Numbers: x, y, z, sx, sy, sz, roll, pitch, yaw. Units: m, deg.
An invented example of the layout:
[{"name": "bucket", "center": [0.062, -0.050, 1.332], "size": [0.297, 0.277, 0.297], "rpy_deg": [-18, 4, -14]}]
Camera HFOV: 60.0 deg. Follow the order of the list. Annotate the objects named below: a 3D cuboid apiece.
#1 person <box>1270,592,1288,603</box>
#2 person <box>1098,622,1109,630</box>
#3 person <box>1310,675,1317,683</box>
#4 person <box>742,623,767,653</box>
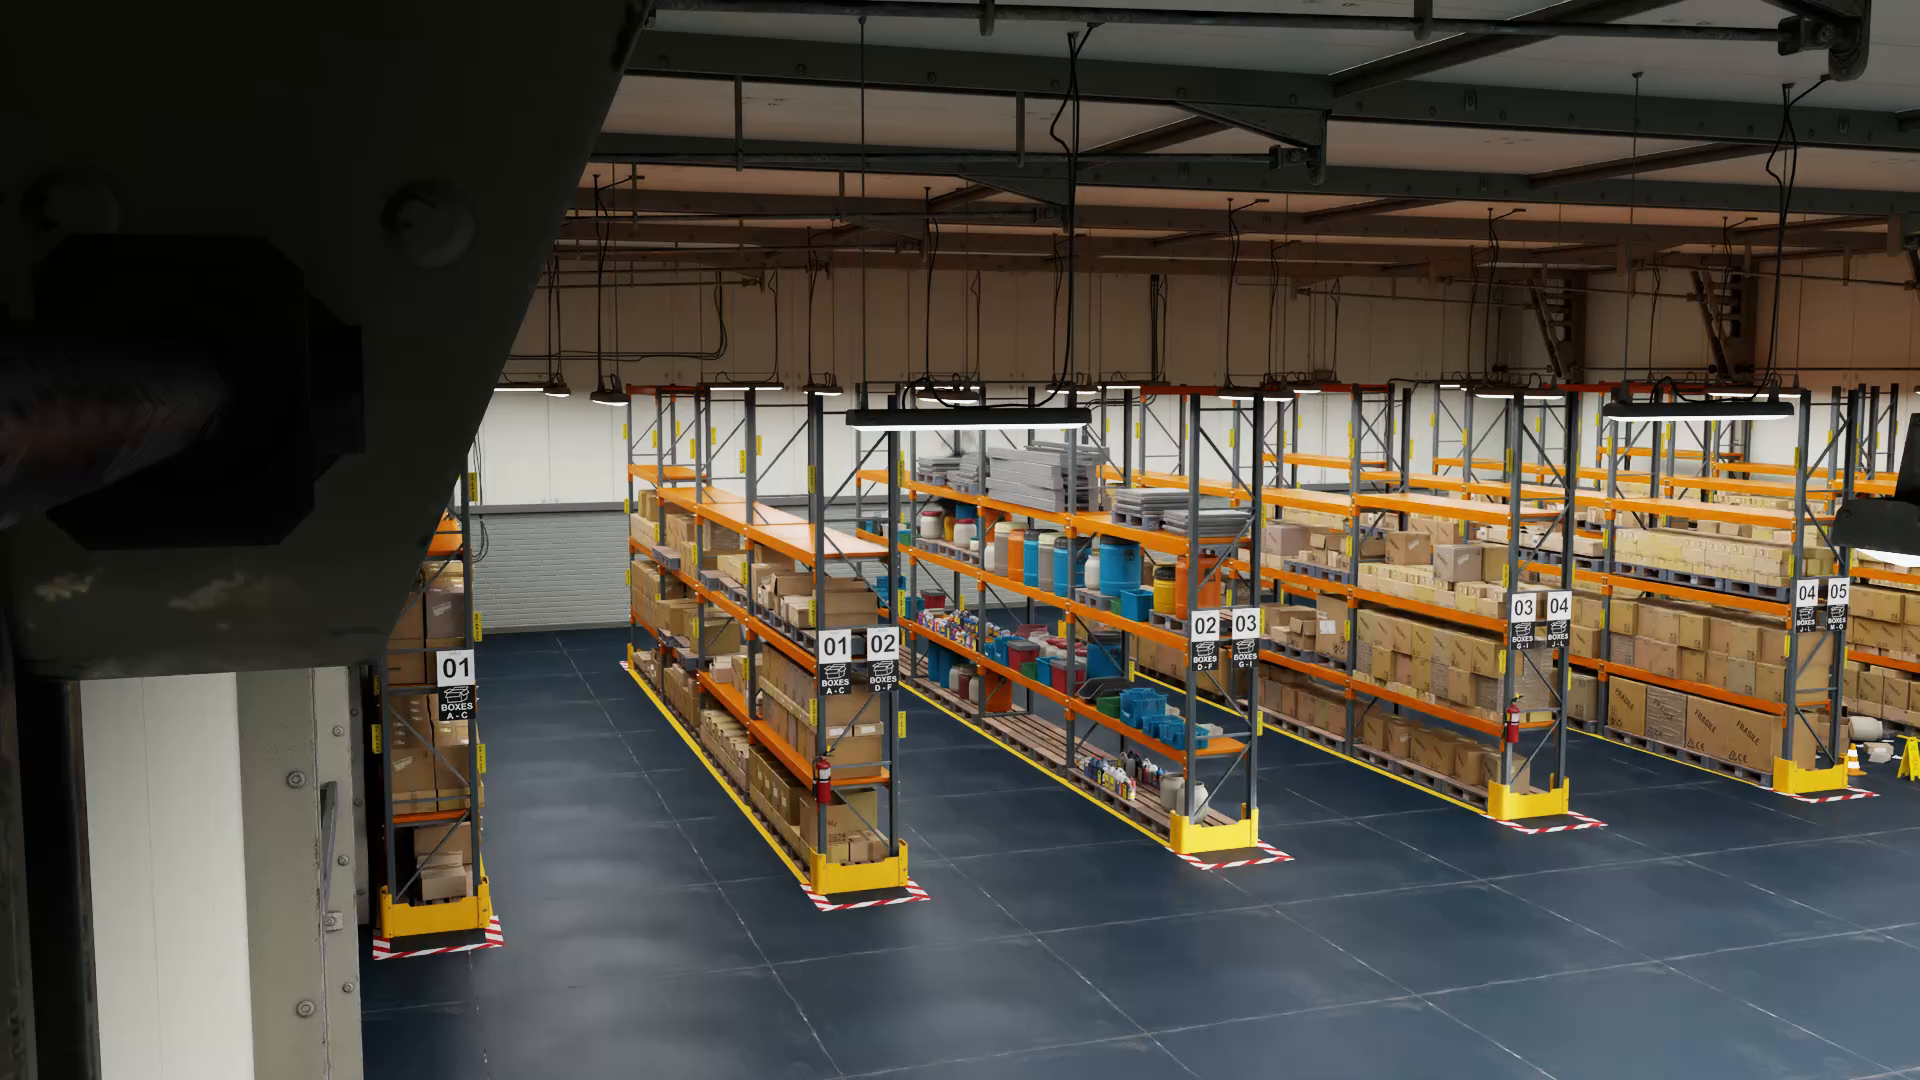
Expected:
[{"name": "person", "center": [7.979, 1.221, 41.353], "size": [0.591, 1.691, 0.731], "rpy_deg": [3, 7, 26]}, {"name": "person", "center": [2.626, 2.316, 30.948], "size": [0.615, 1.686, 0.936], "rpy_deg": [-3, 6, -25]}, {"name": "person", "center": [6.830, 2.168, 32.708], "size": [0.551, 1.573, 0.817], "rpy_deg": [-3, 7, -27]}, {"name": "person", "center": [-4.462, 1.834, 35.277], "size": [0.770, 1.762, 0.736], "rpy_deg": [-4, 7, -35]}]
